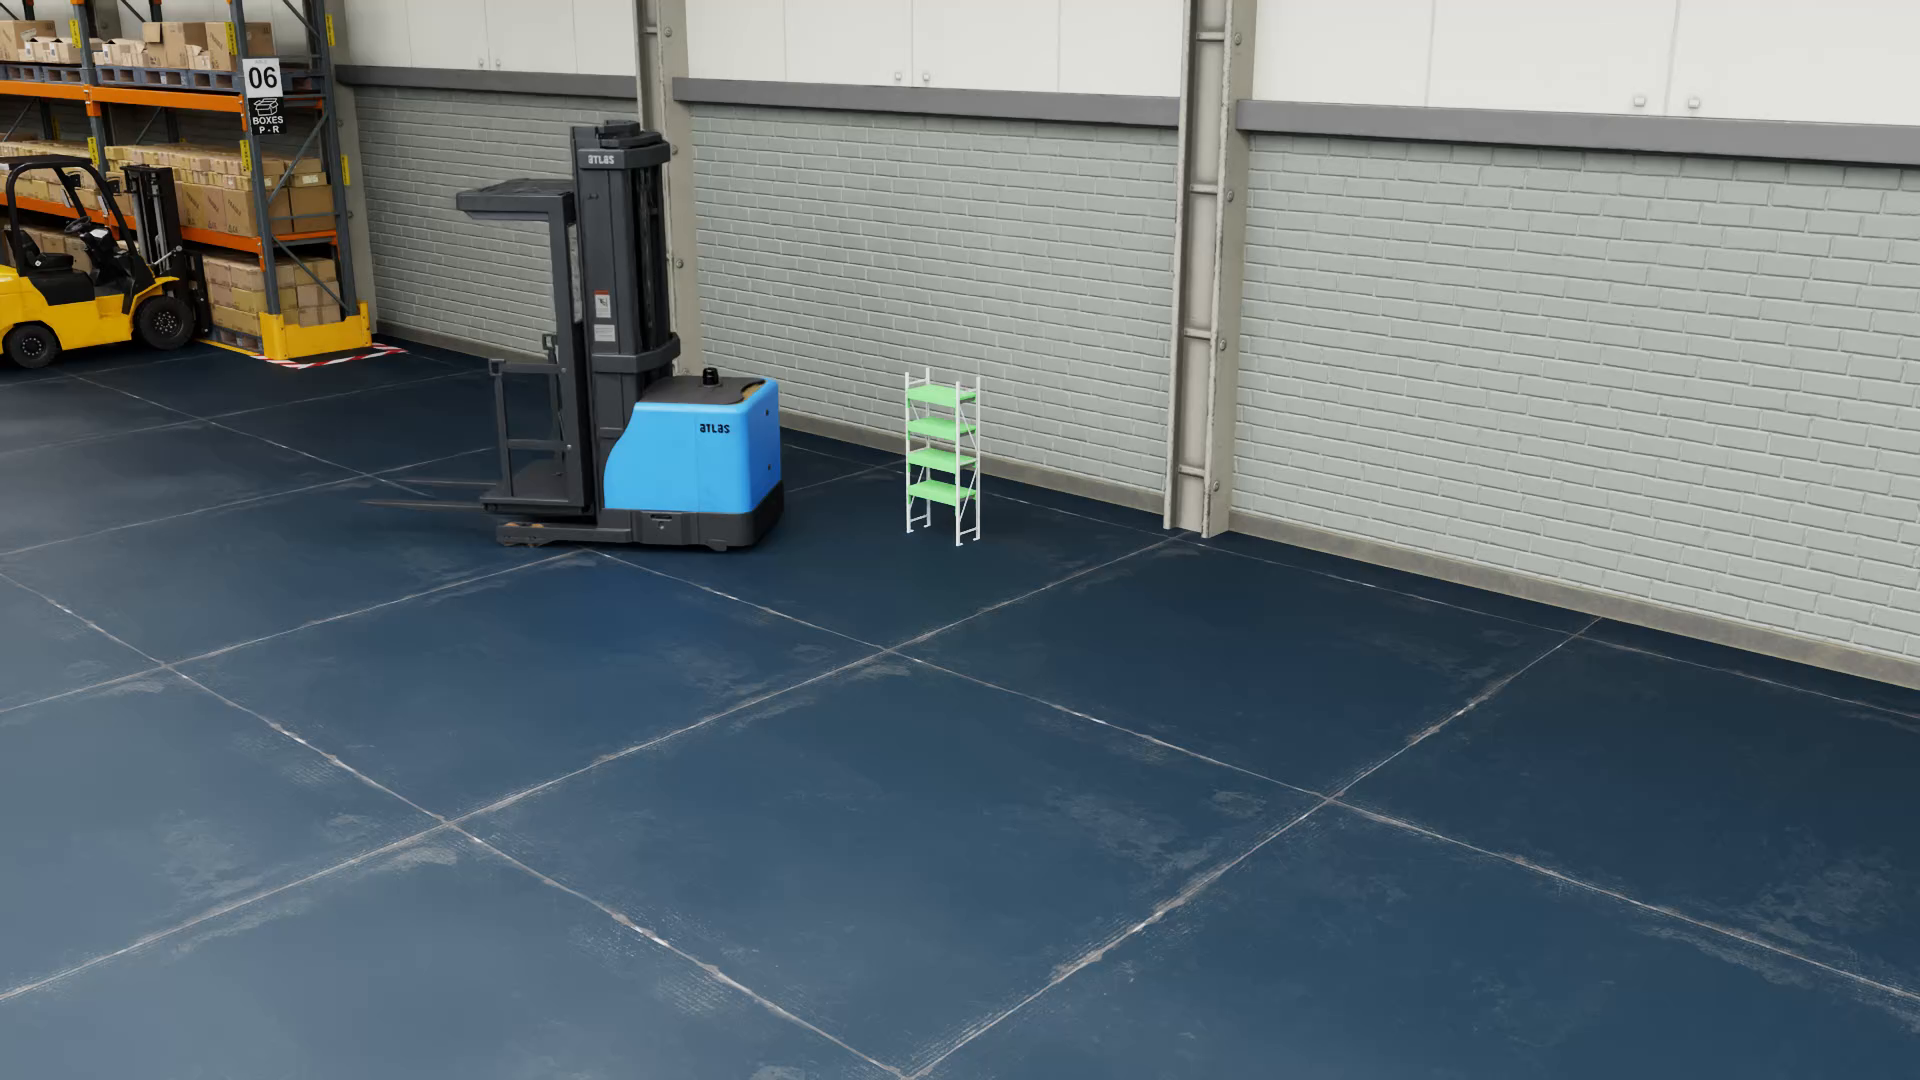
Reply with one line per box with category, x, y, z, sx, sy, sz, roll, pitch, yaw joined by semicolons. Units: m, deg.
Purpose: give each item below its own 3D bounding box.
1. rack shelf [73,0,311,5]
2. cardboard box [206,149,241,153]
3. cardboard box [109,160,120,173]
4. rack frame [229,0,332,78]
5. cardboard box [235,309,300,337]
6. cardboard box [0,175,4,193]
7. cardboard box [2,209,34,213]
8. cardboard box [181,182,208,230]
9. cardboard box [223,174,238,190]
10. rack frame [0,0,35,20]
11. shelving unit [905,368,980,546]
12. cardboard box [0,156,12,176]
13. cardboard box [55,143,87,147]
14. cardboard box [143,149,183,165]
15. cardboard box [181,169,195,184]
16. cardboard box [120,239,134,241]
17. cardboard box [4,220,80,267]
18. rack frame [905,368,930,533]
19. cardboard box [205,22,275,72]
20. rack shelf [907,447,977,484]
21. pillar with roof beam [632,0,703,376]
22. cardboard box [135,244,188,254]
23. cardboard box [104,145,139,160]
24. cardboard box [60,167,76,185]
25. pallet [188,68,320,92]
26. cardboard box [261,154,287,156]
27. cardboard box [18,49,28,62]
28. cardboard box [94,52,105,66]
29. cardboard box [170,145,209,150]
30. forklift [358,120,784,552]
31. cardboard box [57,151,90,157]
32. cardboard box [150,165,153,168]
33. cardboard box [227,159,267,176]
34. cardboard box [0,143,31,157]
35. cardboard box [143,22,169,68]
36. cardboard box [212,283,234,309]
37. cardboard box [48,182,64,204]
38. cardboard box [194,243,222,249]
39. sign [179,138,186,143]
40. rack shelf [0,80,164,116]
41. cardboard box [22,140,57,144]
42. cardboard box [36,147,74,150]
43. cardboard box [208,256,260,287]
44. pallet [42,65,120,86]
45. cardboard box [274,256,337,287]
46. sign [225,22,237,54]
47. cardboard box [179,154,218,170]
rack shelf;-8.787;-6.309;18.965;4.000;0.370;1.077;15;23;39
cardboard box;-8.738;-4.565;19.808;0.250;0.149;0.380;16;24;41
cardboard box;-10.219;-4.618;20.467;0.250;0.149;0.380;15;23;38
rack frame;-7.291;-6.441;17.531;0.127;3.000;1.000;15;23;39
cardboard box;-7.852;-2.494;18.863;0.500;0.250;0.500;15;23;40
cardboard box;-13.105;-4.972;23.067;0.500;0.250;0.500;15;23;39
cardboard box;-14.019;-4.848;24.794;0.250;0.149;0.380;14;22;37
cardboard box;-8.599;-3.878;19.206;0.500;0.500;0.500;14;23;38
cardboard box;-7.947;-3.989;18.485;0.250;0.149;0.380;16;23;40
rack frame;-13.274;-8.047;22.592;0.127;3.000;1.000;15;23;39
shelving unit;-0.124;-0.605;12.035;0.503;1.200;0.258;15;23;39
cardboard box;-12.731;-5.109;22.674;0.500;0.250;0.500;16;24;41
cardboard box;-12.100;-5.329;22.705;0.250;0.149;0.380;15;23;39
cardboard box;-9.452;-4.550;19.760;0.250;0.149;0.380;15;23;38
cardboard box;-8.712;-4.197;19.139;0.250;0.149;0.380;15;23;40
cardboard box;-10.680;-3.555;21.587;0.625;0.625;0.875;16;24;42
cardboard box;-12.817;-4.128;23.391;0.625;0.625;0.875;16;24;41
rack frame;-0.306;-0.654;12.189;0.015;1.200;0.240;15;23;39
cardboard box;-7.784;-5.340;17.997;0.500;0.500;0.500;16;24;41
rack shelf;-0.124;-0.544;12.054;0.480;0.148;0.258;15;23;39
pillar with roof beam;-5.583;-4.606;11.749;0.400;9.000;9.100;15;23;39
cardboard box;-9.753;-3.478;20.310;0.500;0.250;0.500;15;23;39
cardboard box;-10.241;-4.752;20.398;0.250;0.149;0.380;16;23;40
cardboard box;-11.209;-4.694;21.365;0.500;0.250;0.500;14;23;38
pallet;-7.802;-5.117;18.464;1.213;0.211;1.003;15;23;39
cardboard box;-7.956;-4.359;19.159;0.250;0.149;0.380;15;23;40
cardboard box;-11.883;-6.249;21.442;0.250;0.149;0.380;15;23;39
cardboard box;-10.148;-5.784;19.974;0.250;0.149;0.380;16;23;40
cardboard box;-9.476;-4.778;20.478;0.250;0.149;0.380;15;23;39
forklift;-2.894;-1.499;11.990;3.031;2.935;1.130;2;18;8
cardboard box;-11.323;-4.891;21.328;0.250;0.149;0.380;14;22;38
cardboard box;-9.480;-4.401;19.783;0.250;0.149;0.380;15;23;39
cardboard box;-7.904;-4.147;18.490;0.250;0.149;0.380;15;23;39
cardboard box;-12.822;-5.315;22.662;0.250;0.149;0.380;16;24;41
cardboard box;-8.895;-5.696;19.113;0.637;0.503;0.797;16;24;41
cardboard box;-8.230;-2.840;19.125;0.500;0.250;0.500;15;23;39
cardboard box;-11.564;-4.562;21.774;0.500;0.250;0.500;15;23;40
cardboard box;-9.028;-3.493;20.357;0.500;0.250;0.500;15;23;40
sign;-9.915;-4.961;21.223;0.005;0.325;0.100;15;23;39
rack shelf;-11.778;-5.873;21.889;4.000;0.370;1.077;15;23;39
cardboard box;-12.897;-5.525;23.325;0.250;0.149;0.380;16;24;41
cardboard box;-12.000;-5.127;22.070;0.250;0.149;0.380;15;23;39
cardboard box;-8.228;-3.071;19.027;0.500;0.250;0.500;16;23;40
pallet;-10.951;-5.897;21.093;1.217;0.209;0.805;14;22;37
cardboard box;-7.525;-3.087;19.078;0.500;0.250;0.500;15;23;38
sign;-7.661;-5.276;17.485;0.005;0.325;0.100;15;23;39
cardboard box;-8.720;-4.338;19.092;0.250;0.149;0.380;16;23;40
